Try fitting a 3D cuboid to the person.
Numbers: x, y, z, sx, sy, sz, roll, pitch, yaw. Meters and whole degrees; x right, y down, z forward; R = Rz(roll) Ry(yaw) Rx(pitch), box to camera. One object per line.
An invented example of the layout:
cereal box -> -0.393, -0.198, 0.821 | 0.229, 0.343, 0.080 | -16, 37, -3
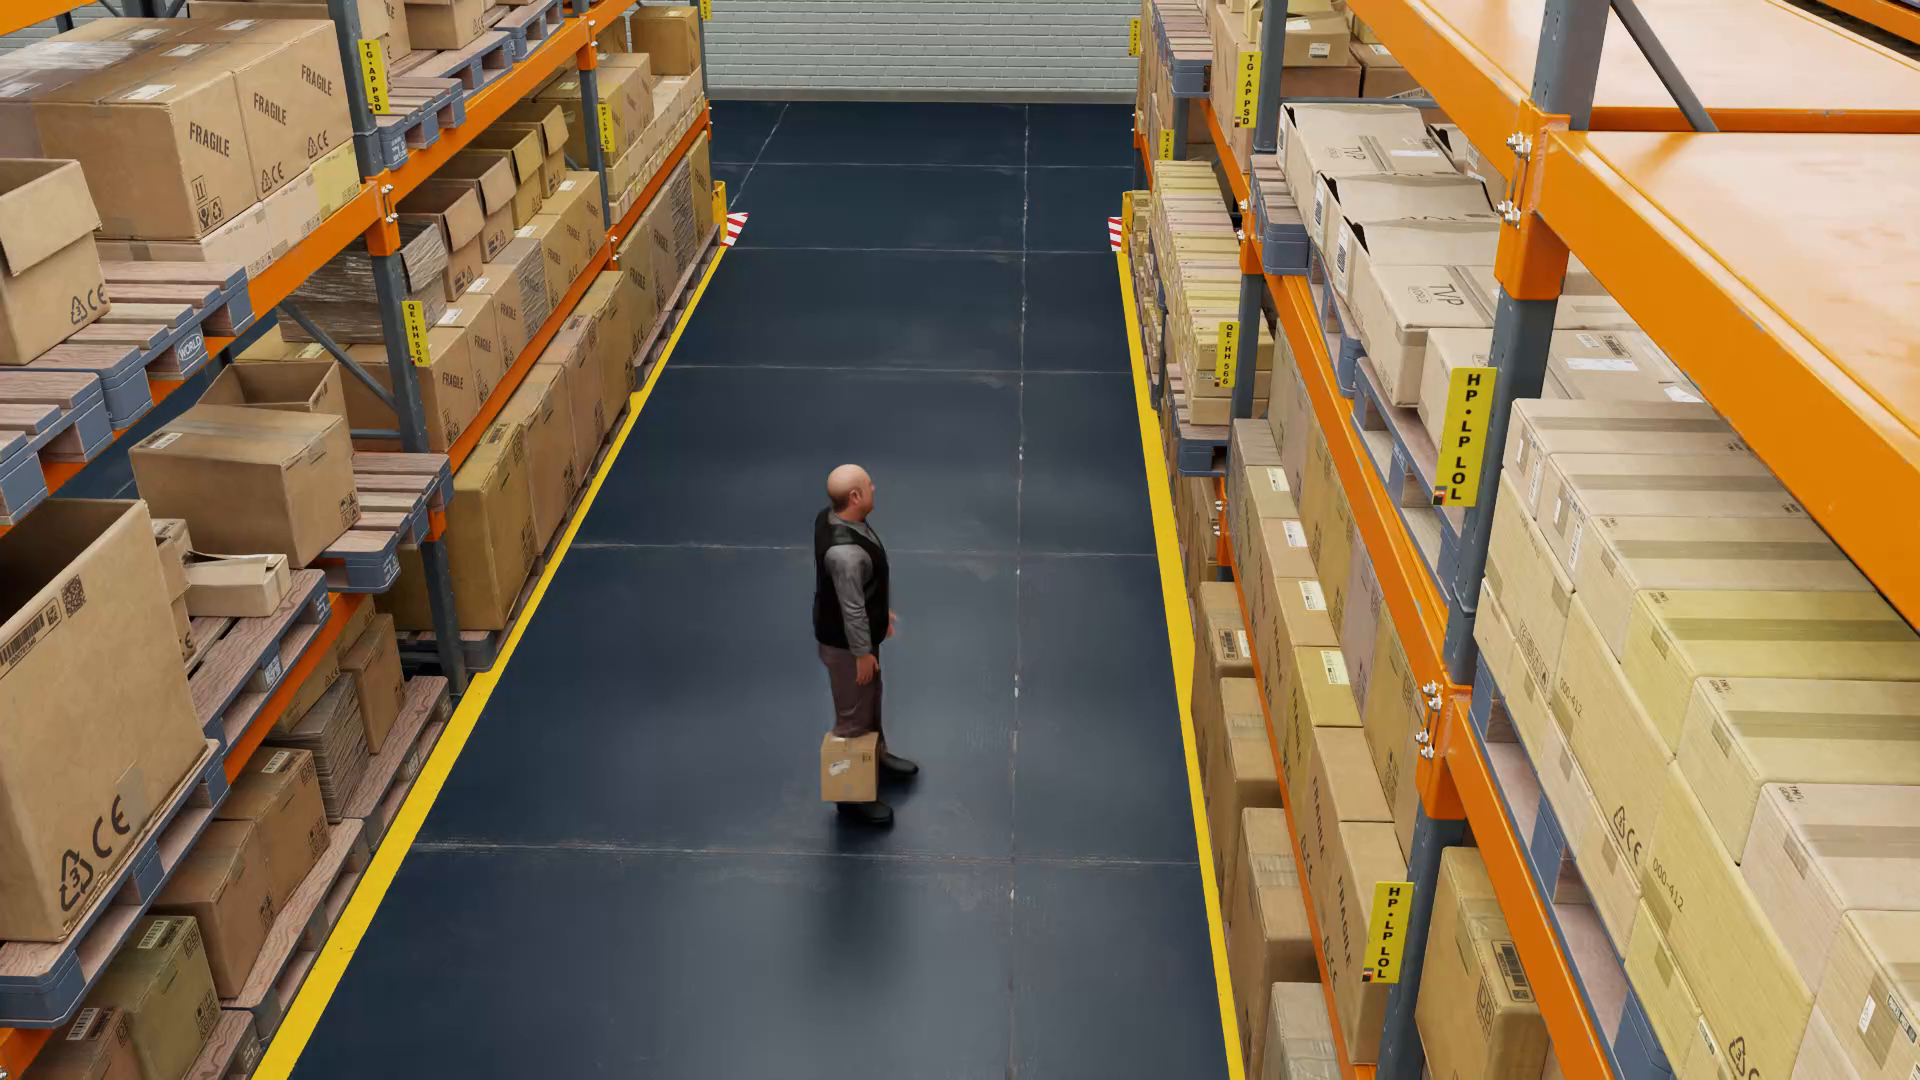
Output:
person -> -0.440, 0.457, 7.730 | 0.483, 1.734, 0.565 | -2, 28, -5
